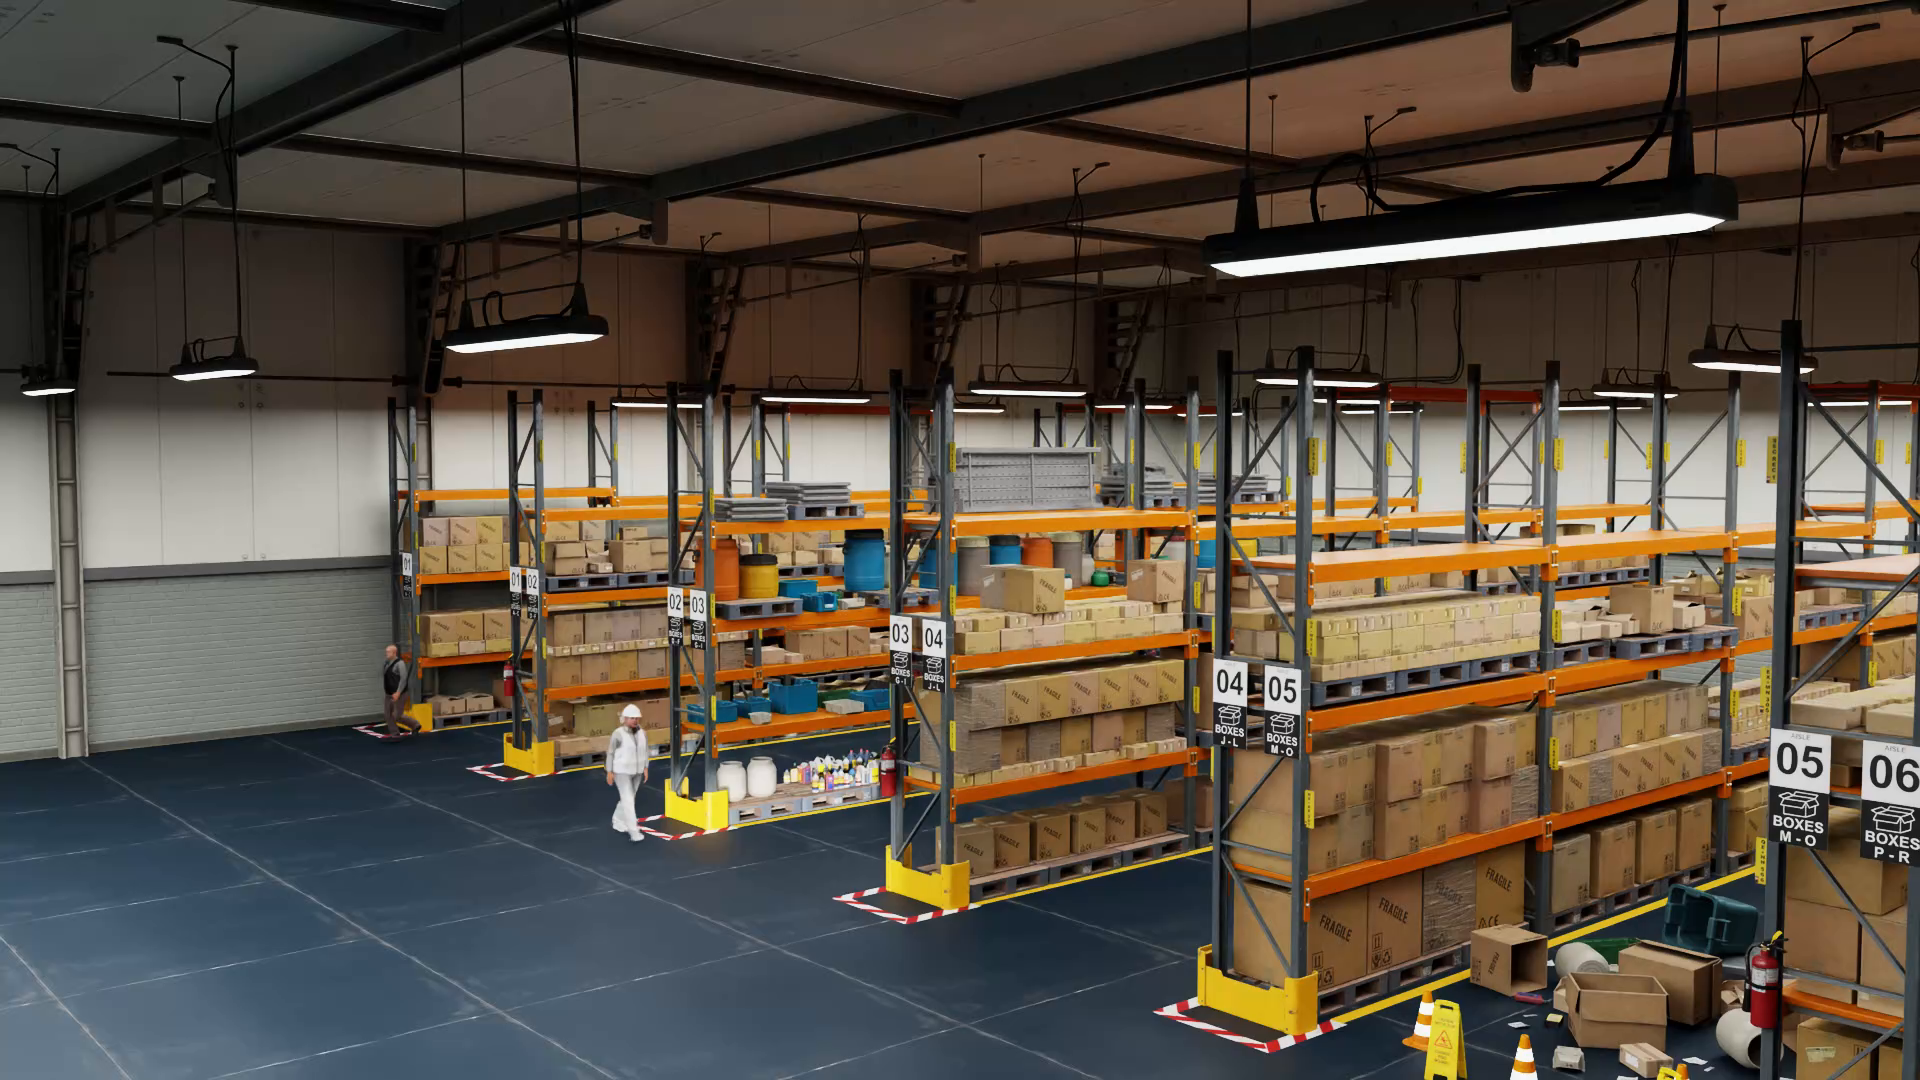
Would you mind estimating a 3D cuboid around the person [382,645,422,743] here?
[{"bbox_3d":[-9.655,2.647,28.721,0.601,1.705,0.611,3,4,41],"label":"person"}]

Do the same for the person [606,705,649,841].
[{"bbox_3d":[-4.295,3.012,21.717,1.006,1.715,0.572,3,4,39],"label":"person"}]

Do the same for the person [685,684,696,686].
[{"bbox_3d":[-5.013,2.501,30.779,0.531,1.711,1.086,2,4,31],"label":"person"}]
